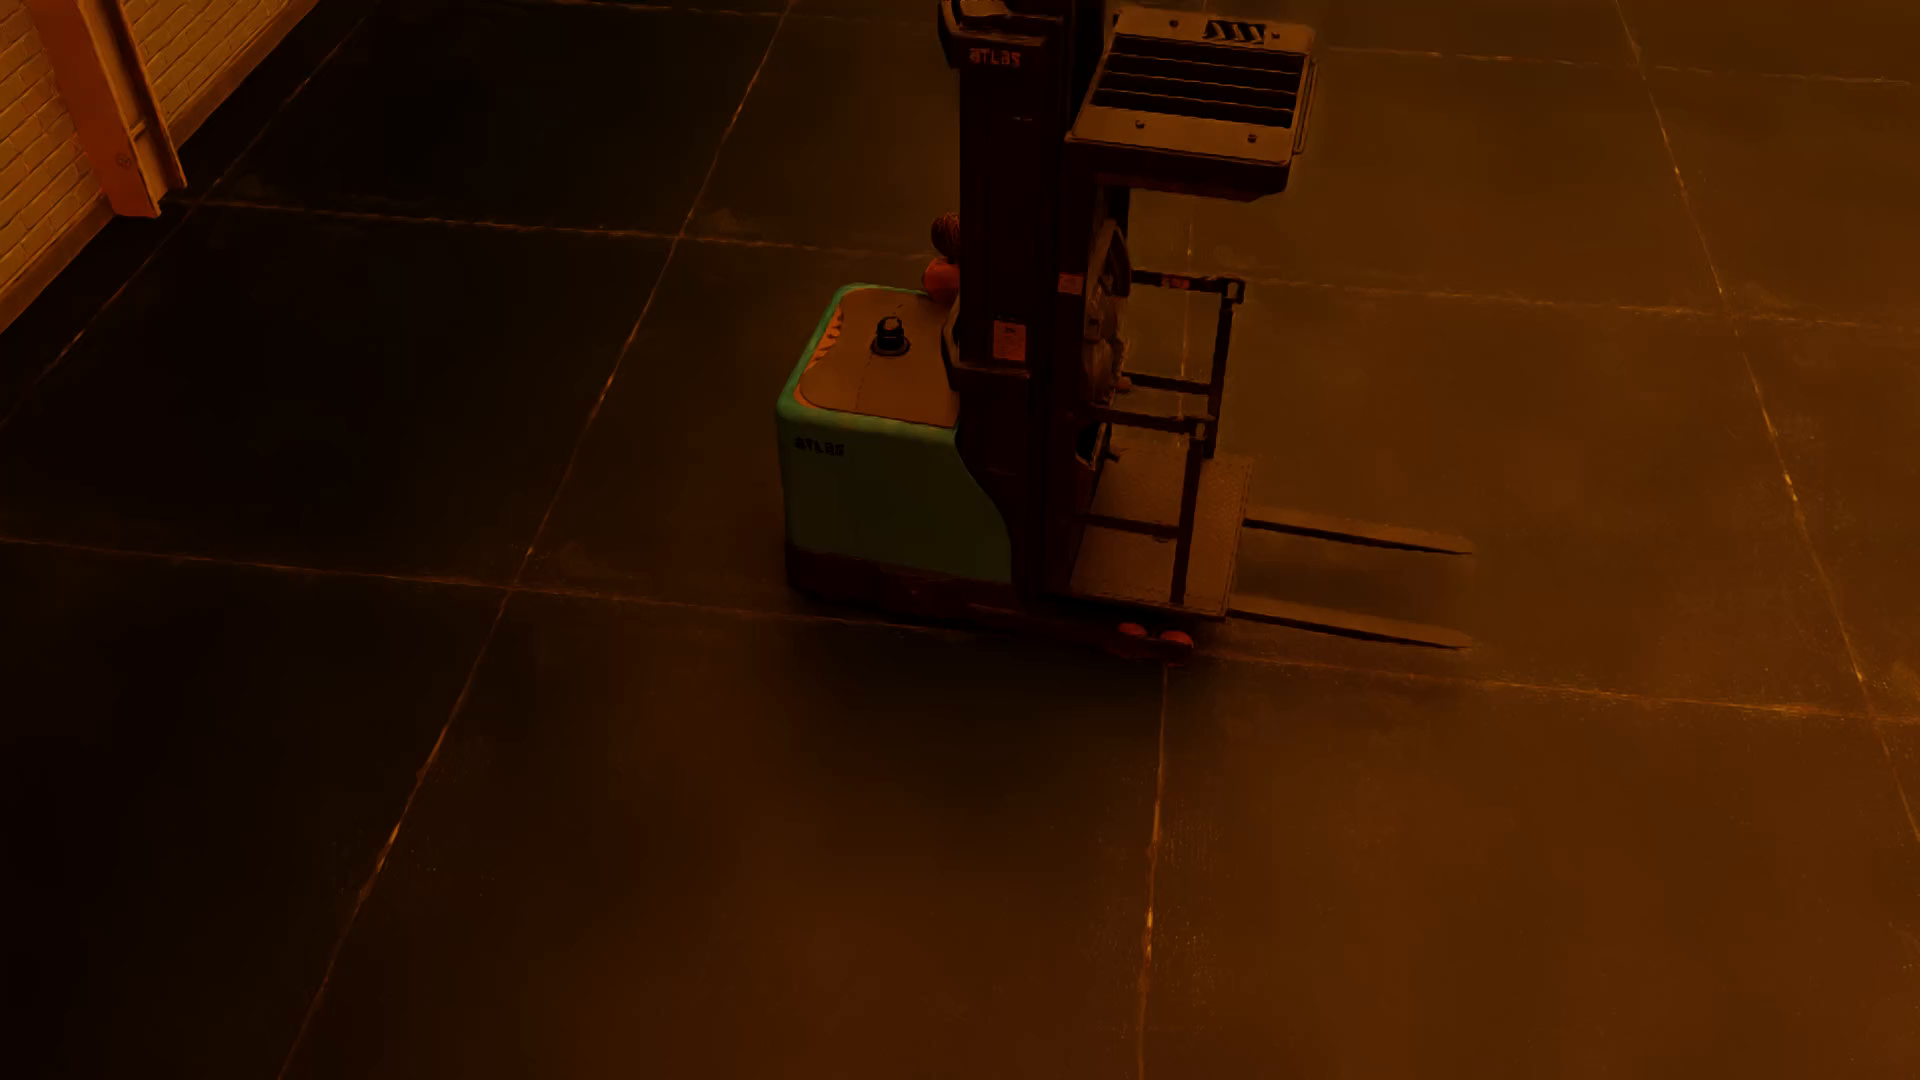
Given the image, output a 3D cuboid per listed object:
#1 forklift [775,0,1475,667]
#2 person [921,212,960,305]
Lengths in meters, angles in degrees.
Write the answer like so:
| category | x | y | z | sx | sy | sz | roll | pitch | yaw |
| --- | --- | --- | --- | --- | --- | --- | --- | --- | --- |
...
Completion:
| category | x | y | z | sx | sy | sz | roll | pitch | yaw |
| --- | --- | --- | --- | --- | --- | --- | --- | --- | --- |
| forklift | 0.783 | -0.924 | 6.730 | 3.031 | 2.935 | 1.130 | 9 | 43 | 10 |
| person | 0.089 | -0.907 | 7.767 | 0.574 | 1.492 | 0.756 | -5 | 43 | -5 |
